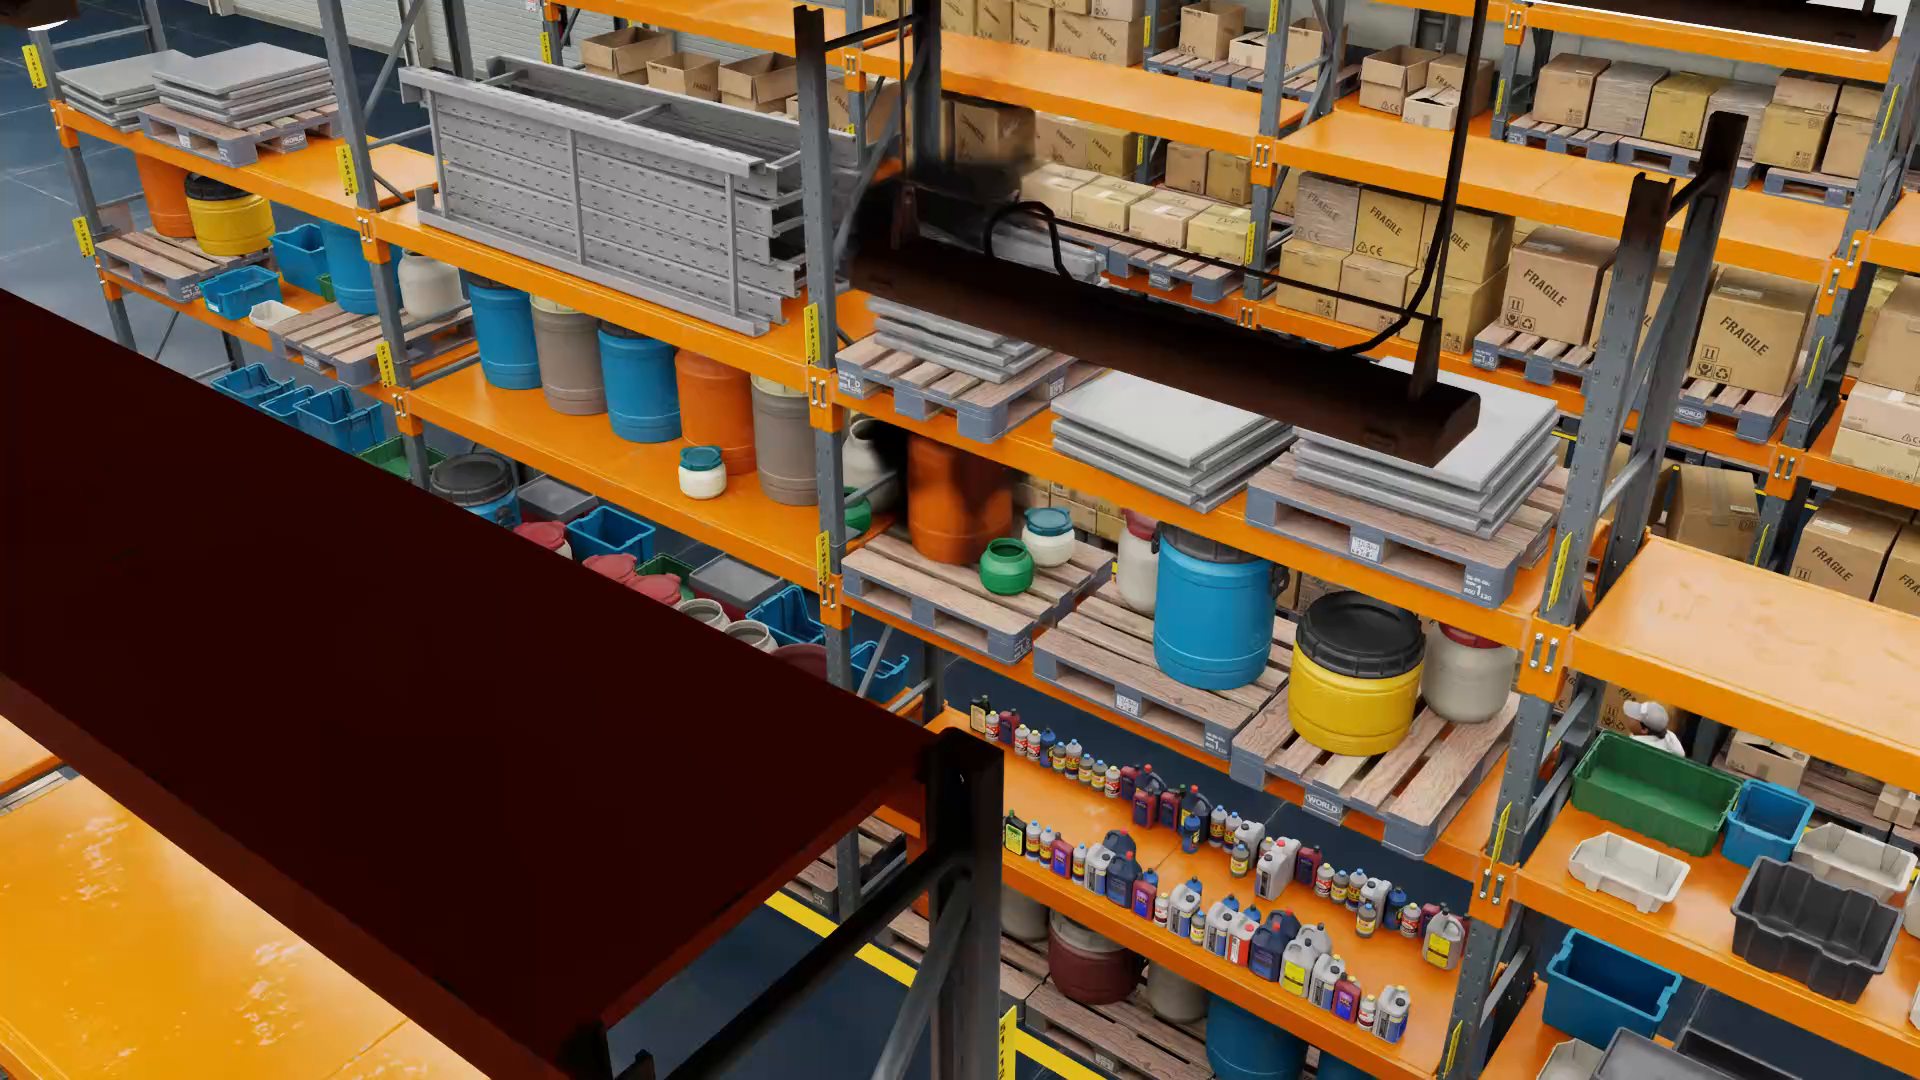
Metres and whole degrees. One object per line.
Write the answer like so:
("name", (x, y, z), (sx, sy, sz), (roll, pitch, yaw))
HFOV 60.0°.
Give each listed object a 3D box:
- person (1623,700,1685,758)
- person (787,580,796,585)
("person", (4.385, 1.765, 10.861), (1.053, 1.669, 0.579), (18, 36, 27))
("person", (-1.639, -0.445, 14.269), (0.954, 1.796, 0.656), (16, 35, 24))
